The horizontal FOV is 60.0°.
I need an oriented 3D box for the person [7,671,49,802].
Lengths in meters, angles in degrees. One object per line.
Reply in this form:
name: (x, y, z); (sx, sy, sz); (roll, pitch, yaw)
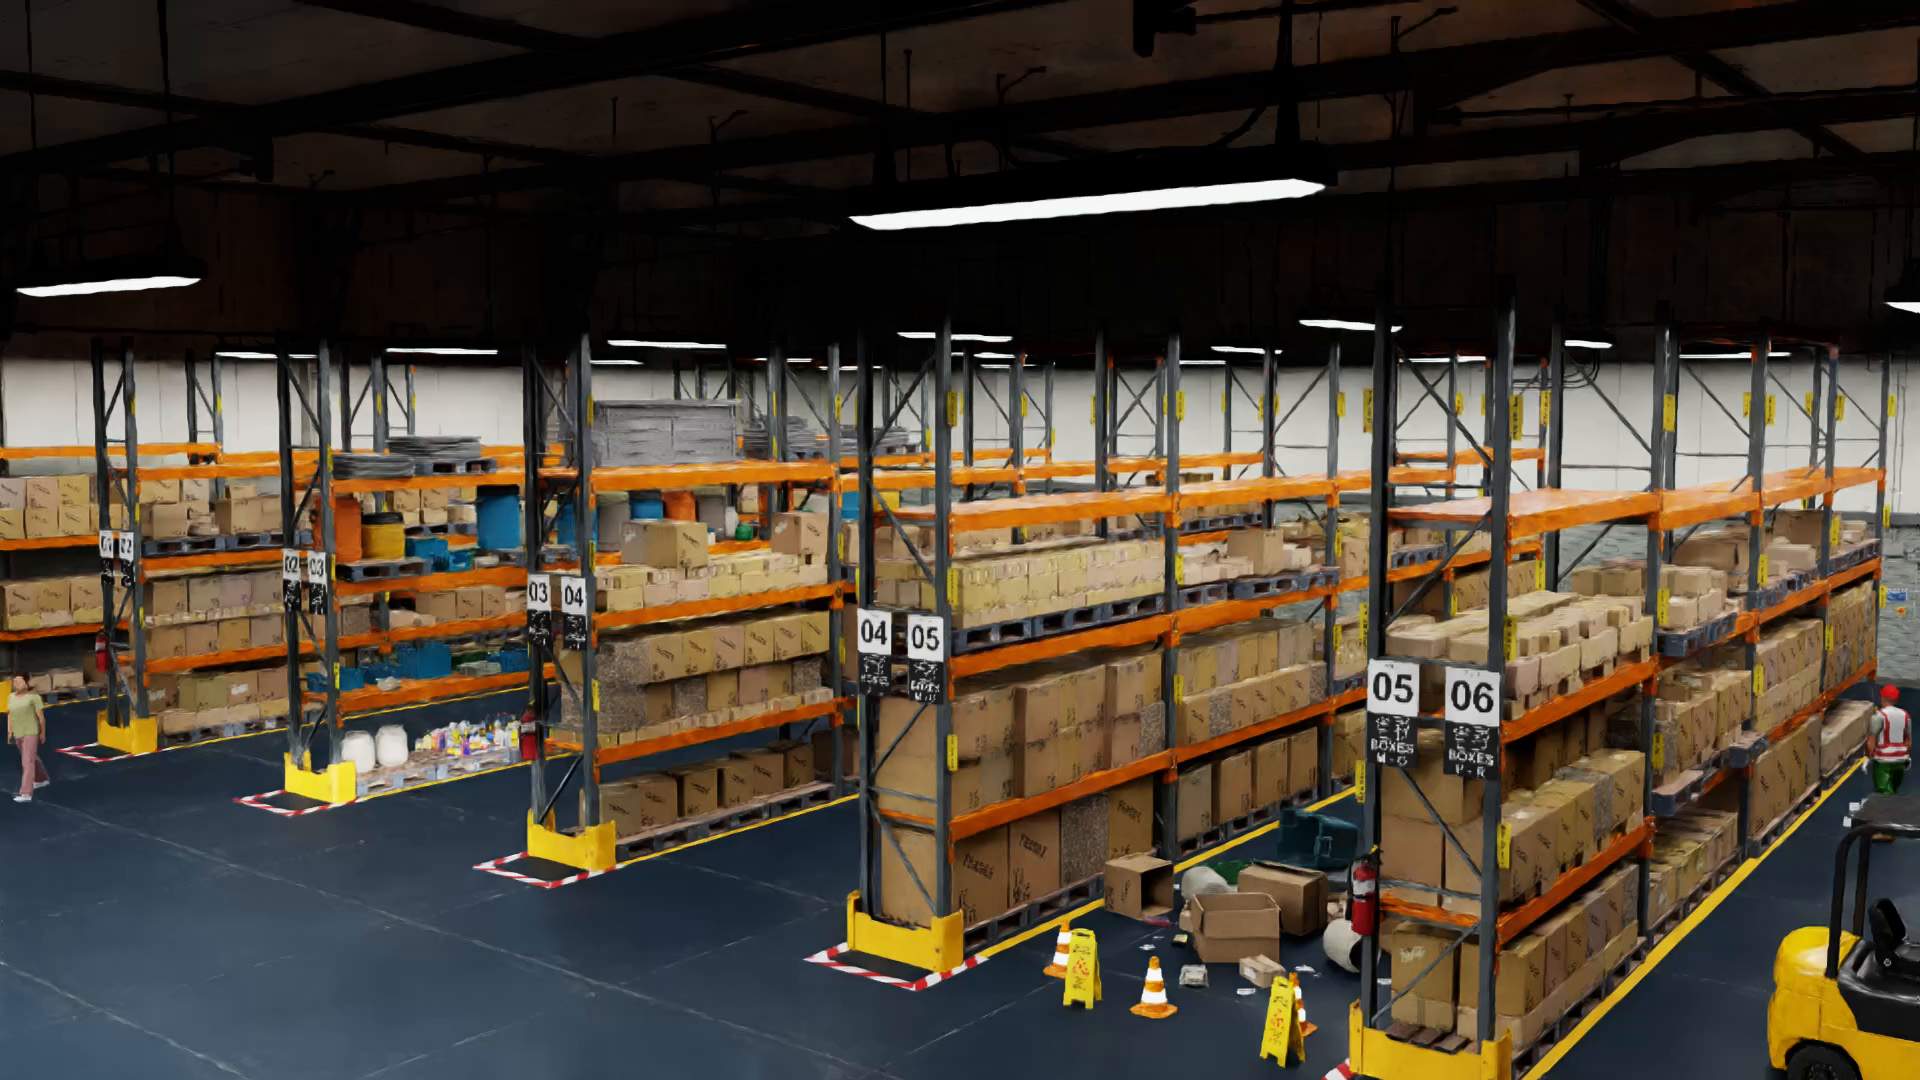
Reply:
person: (-12.004, 2.490, 21.330); (0.532, 1.635, 0.920); (1, 5, 11)

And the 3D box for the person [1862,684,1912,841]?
person: (10.827, 2.566, 19.455); (0.651, 1.785, 0.569); (-2, 5, -20)
